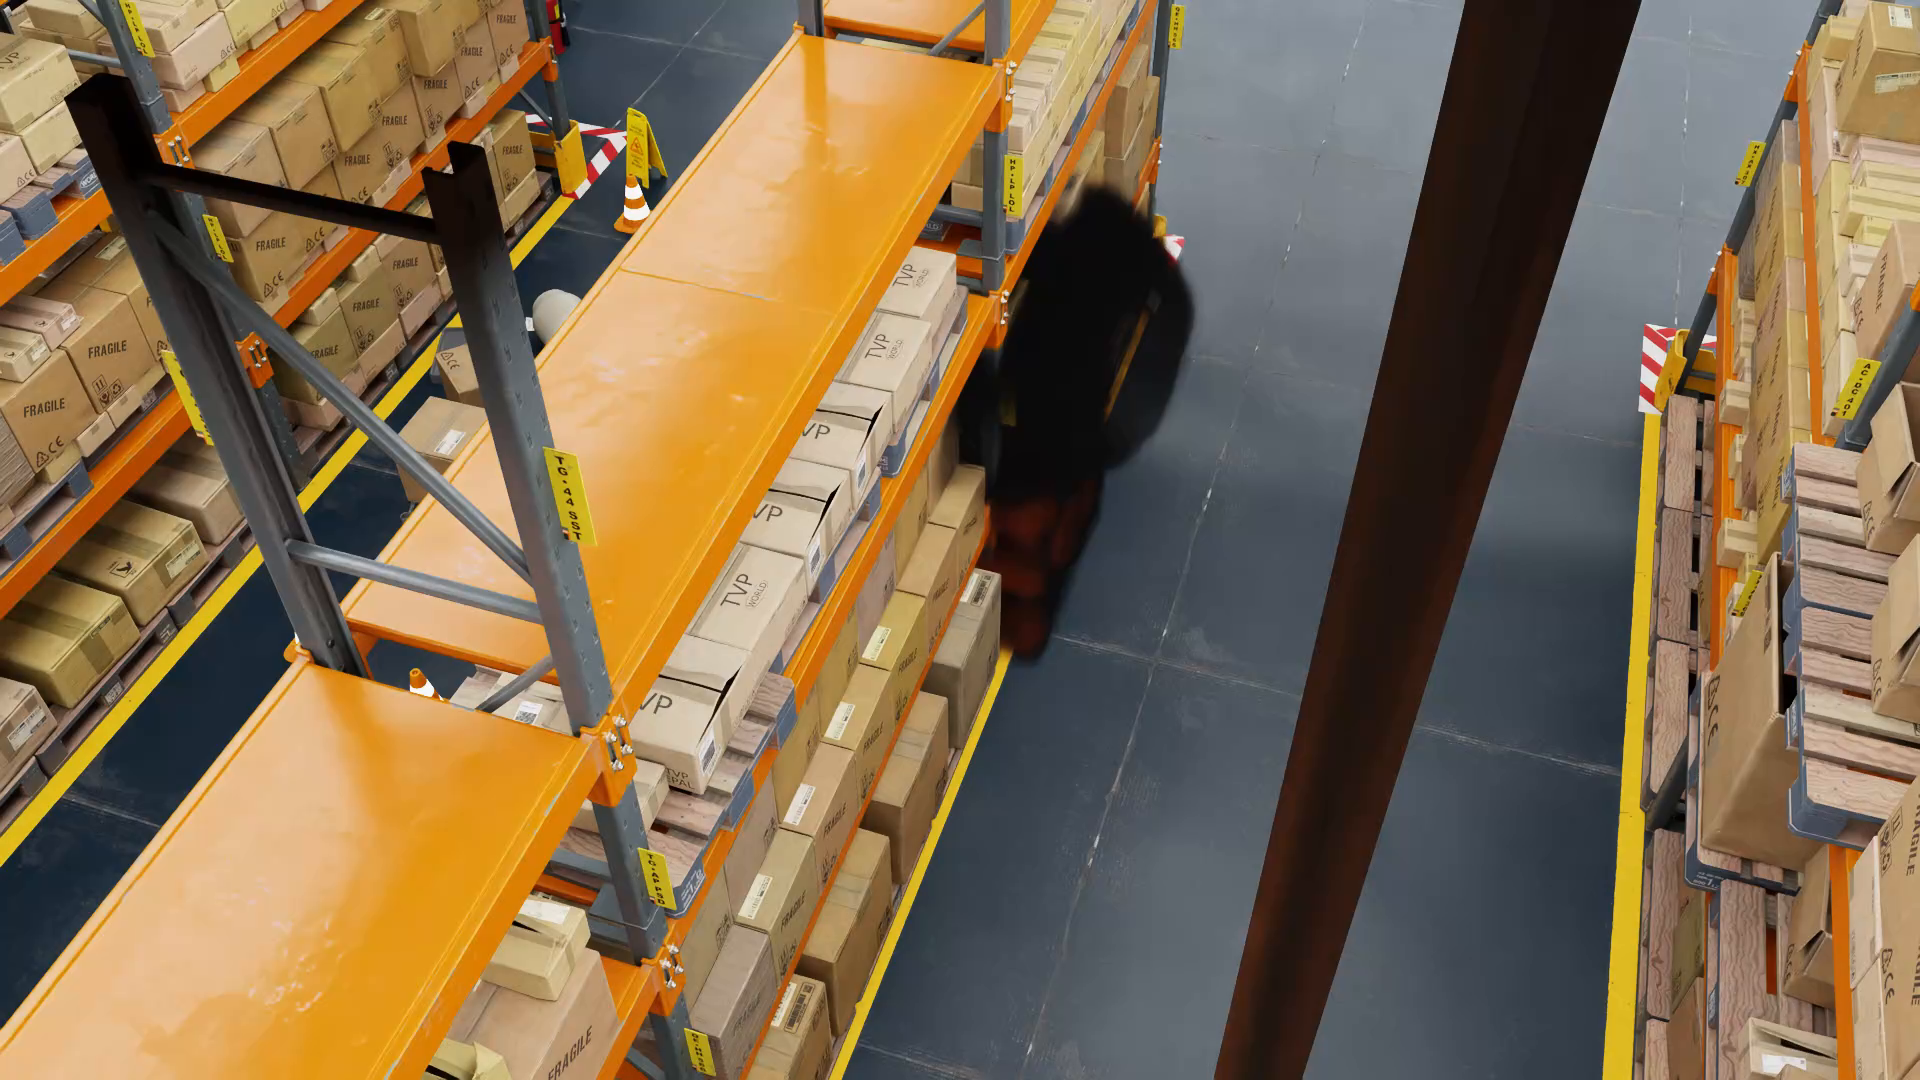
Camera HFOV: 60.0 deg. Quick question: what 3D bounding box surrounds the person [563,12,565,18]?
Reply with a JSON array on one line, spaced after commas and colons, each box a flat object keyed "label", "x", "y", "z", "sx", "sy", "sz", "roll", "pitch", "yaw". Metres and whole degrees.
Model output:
[{"label": "person", "x": -3.904, "y": -5.734, "z": 15.682, "sx": 0.540, "sy": 1.468, "sz": 1.053, "roll": 9, "pitch": 46, "yaw": 8}]
